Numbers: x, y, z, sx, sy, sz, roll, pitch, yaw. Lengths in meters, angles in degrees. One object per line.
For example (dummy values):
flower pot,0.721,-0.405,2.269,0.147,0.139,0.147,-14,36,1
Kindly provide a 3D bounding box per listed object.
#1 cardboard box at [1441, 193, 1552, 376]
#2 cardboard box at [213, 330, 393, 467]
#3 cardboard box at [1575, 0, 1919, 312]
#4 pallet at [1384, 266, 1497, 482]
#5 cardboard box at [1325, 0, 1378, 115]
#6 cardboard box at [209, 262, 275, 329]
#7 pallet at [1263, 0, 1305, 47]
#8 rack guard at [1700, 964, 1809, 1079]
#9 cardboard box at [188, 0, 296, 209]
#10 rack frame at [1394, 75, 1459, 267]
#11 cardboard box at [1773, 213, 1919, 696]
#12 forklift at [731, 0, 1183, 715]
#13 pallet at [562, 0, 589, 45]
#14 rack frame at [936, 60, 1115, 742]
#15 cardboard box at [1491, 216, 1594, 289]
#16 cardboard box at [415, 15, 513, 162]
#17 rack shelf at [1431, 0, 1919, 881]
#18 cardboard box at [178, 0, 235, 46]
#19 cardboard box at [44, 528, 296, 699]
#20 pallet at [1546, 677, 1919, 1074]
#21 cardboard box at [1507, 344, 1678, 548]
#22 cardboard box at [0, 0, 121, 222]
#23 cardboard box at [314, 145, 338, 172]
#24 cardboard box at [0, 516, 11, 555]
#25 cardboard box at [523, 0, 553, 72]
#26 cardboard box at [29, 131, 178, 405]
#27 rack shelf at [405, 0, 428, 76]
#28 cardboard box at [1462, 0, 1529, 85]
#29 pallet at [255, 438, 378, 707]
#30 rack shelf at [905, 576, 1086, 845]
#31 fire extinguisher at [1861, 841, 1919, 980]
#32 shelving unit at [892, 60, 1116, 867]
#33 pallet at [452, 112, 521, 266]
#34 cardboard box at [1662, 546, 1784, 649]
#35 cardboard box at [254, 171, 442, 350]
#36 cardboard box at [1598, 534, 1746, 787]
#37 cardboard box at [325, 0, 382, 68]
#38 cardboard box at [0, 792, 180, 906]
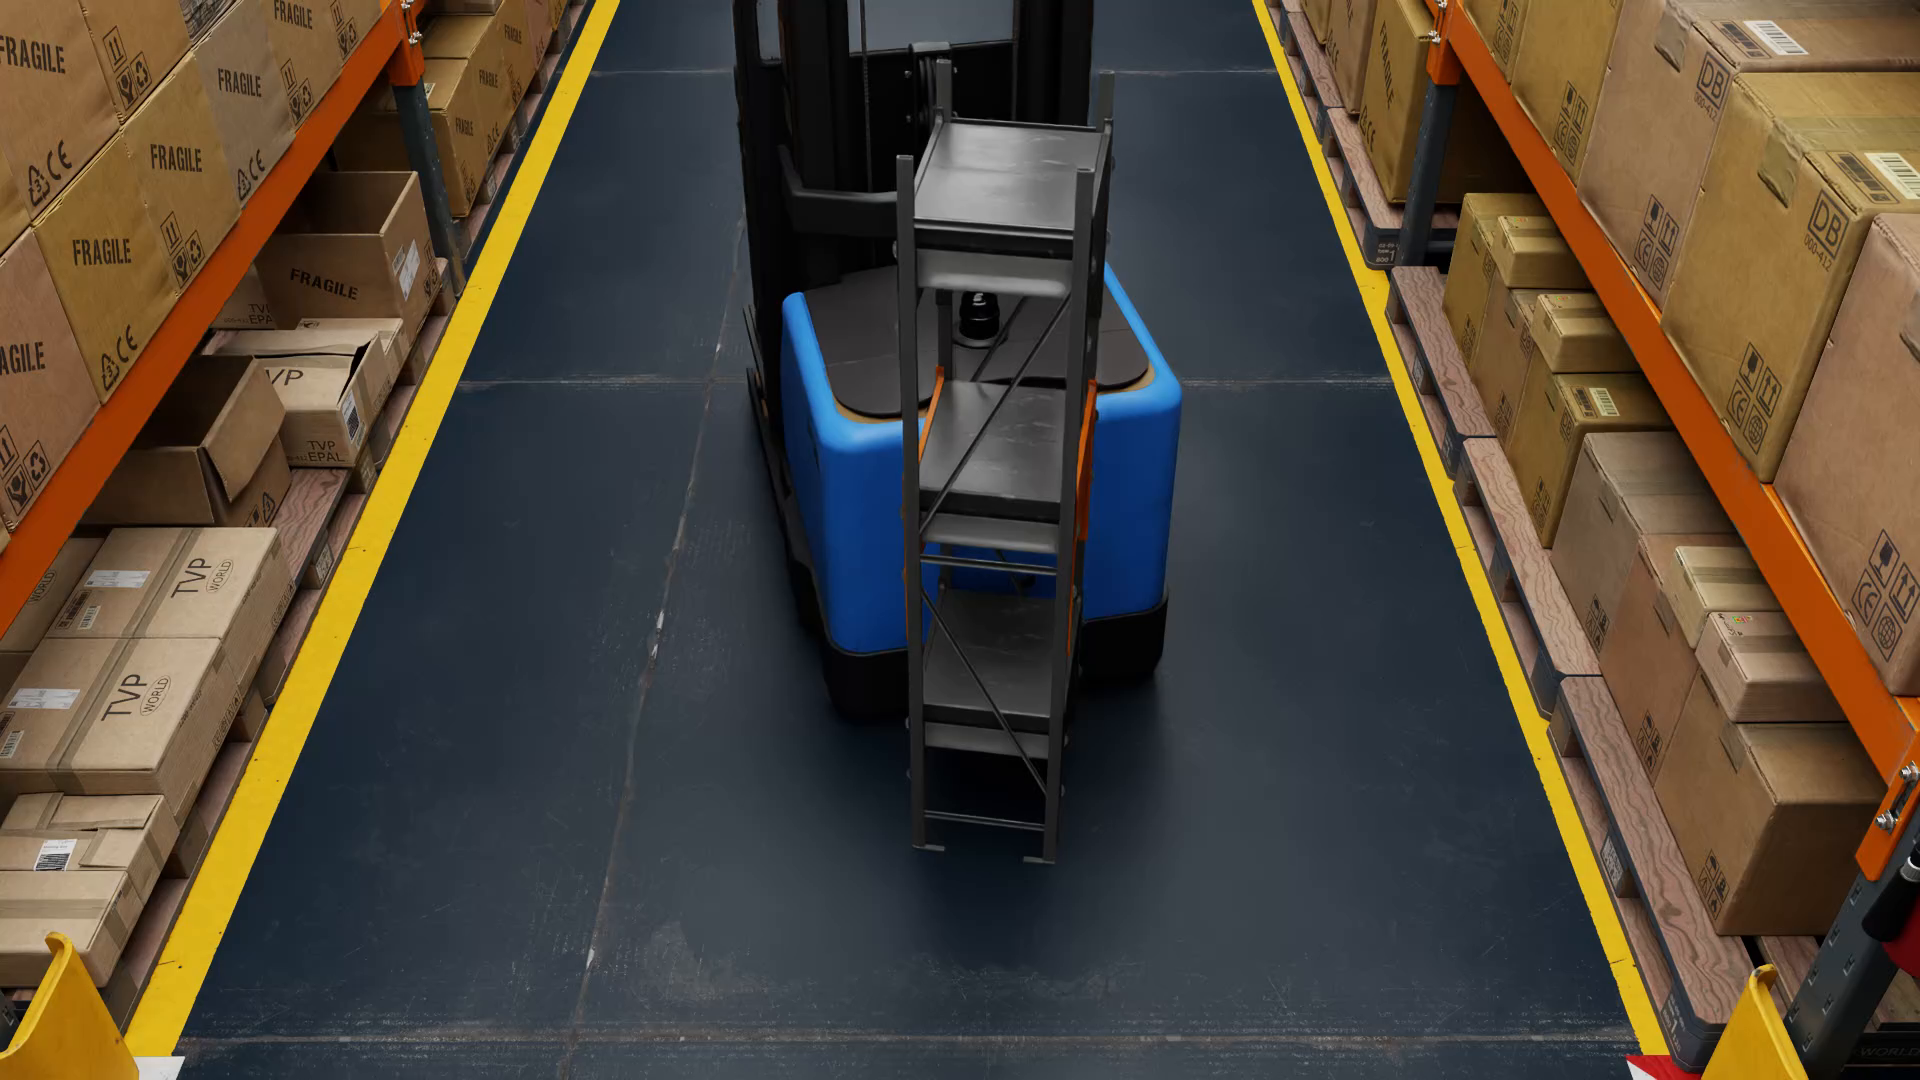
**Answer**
cardboard box,2.242,-0.952,6.202,0.700,0.500,0.500,0,39,1
cardboard box,-2.325,-0.522,5.802,0.500,0.311,0.500,0,39,0
cardboard box,2.334,-1.097,4.481,0.980,0.700,0.700,-2,39,-2
pallet,2.266,-0.667,6.414,1.003,0.211,1.213,0,39,0
cardboard box,2.209,-2.518,7.877,0.750,0.750,0.750,1,39,1
cardboard box,-2.826,-1.085,6.503,0.500,0.311,0.500,0,39,0
pallet,2.264,-3.151,9.513,1.003,0.211,1.213,0,39,0
rack guard,2.348,1.261,3.777,1.175,0.500,0.348,0,39,0
cardboard box,-2.348,-1.308,4.904,0.500,0.500,0.500,1,39,1
rack frame,2.343,-2.231,6.135,1.000,3.000,0.127,0,39,0
cardboard box,2.337,-0.166,3.318,0.980,0.700,0.700,2,39,2
forklift,-0.191,-1.546,5.336,1.130,2.935,3.031,-8,39,-10
pallet,-2.652,-3.171,9.539,1.003,0.211,1.213,0,39,0
rack frame,0.143,-0.238,4.367,0.400,2.100,0.015,6,39,7
cardboard box,2.060,-0.990,5.732,0.380,0.149,0.250,1,39,1
cardboard box,-2.379,-2.058,7.566,0.500,0.500,0.500,0,39,1
rack shelf,2.346,-0.700,4.800,1.077,0.370,4.000,0,39,0
cardboard box,-2.347,-1.703,4.597,0.500,0.500,0.500,0,39,0
cardboard box,-2.324,0.212,4.934,0.500,0.250,0.500,0,39,0
pallet,2.269,0.859,4.510,1.003,0.211,1.213,0,39,0
cardboard box,2.237,-0.317,5.409,0.700,0.500,0.500,1,39,1
cardboard box,-2.346,-1.070,3.807,0.500,0.500,0.500,0,39,1
cardboard box,-2.898,-1.730,7.157,0.500,0.500,0.500,0,39,0
cardboard box,-2.343,-0.040,3.322,0.500,0.500,0.500,1,39,1
cardboard box,-2.372,-2.686,8.350,0.500,0.500,0.500,-1,39,-2
cardboard box,-2.346,-0.677,4.116,0.500,0.500,0.500,0,39,0
rack shelf,-2.613,-3.195,7.914,1.077,0.370,4.000,0,39,0
cardboard box,2.328,-2.009,5.618,0.980,0.700,0.700,1,39,1
pallet,-2.606,0.058,5.510,1.003,0.211,1.213,0,39,0
rack shelf,0.105,0.470,4.625,0.431,0.518,0.480,6,39,7
fire extinguisher,1.887,0.541,3.037,0.296,0.674,0.183,0,39,0
shelving unit,0.106,-0.087,4.179,0.431,2.100,0.503,6,39,7
pallet,-2.649,-1.645,7.635,1.003,0.211,1.213,0,39,0
cardboard box,2.064,0.151,4.307,0.380,0.149,0.250,1,39,1
cardboard box,-2.326,-1.065,6.328,0.500,0.500,0.500,0,39,0
cardboard box,2.246,0.331,4.601,0.700,0.500,0.500,0,39,0
cardboard box,-2.353,-1.952,5.707,0.500,0.500,0.500,1,39,1
cardboard box,-2.263,0.792,4.277,0.380,0.166,0.250,0,39,0
